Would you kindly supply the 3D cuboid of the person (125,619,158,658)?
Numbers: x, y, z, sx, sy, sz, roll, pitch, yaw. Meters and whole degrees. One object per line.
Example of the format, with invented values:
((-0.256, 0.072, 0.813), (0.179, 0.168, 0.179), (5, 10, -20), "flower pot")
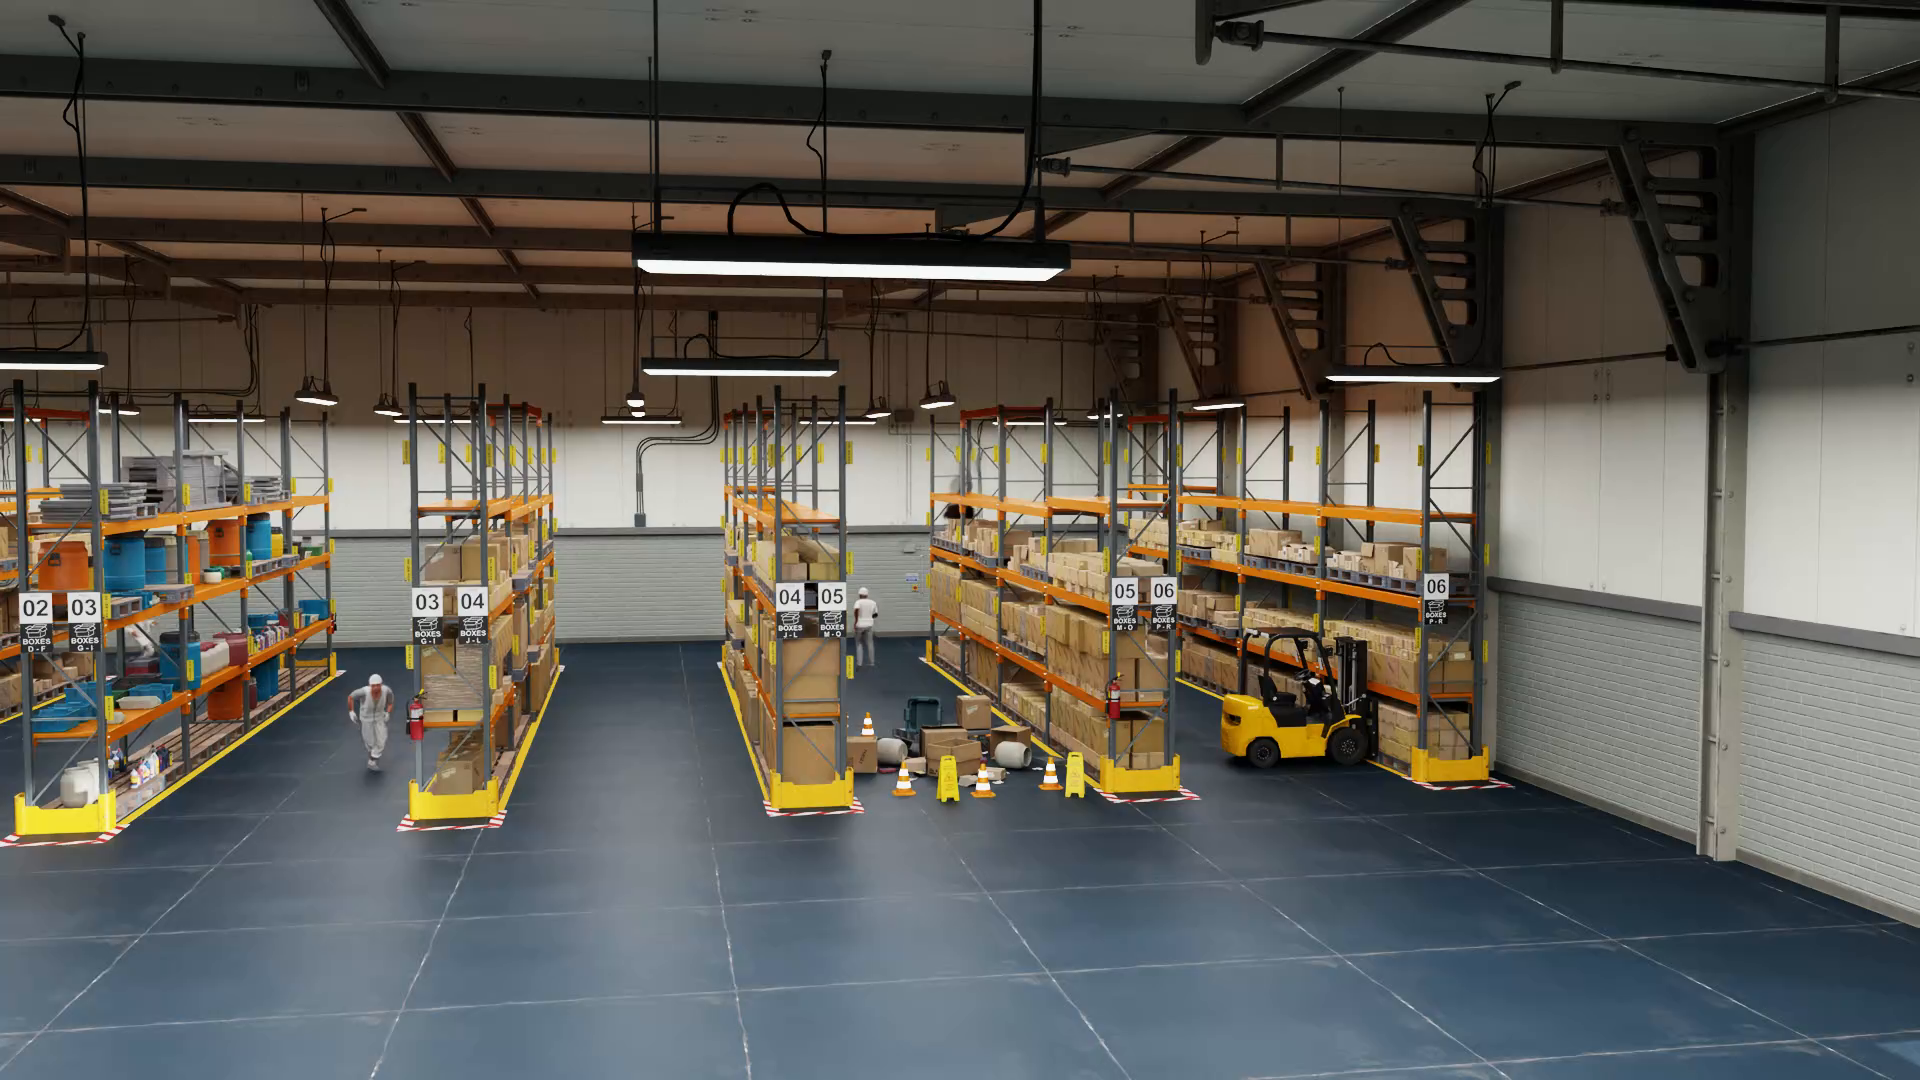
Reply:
((-18.707, 2.221, 38.019), (0.706, 1.755, 0.714), (0, 3, 10), "person")

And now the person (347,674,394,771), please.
((-9.318, 2.886, 26.314), (0.685, 1.583, 0.899), (-2, 3, -29), "person")

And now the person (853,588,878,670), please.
((-2.118, 1.997, 36.930), (0.631, 1.866, 0.804), (-1, 3, -20), "person")
